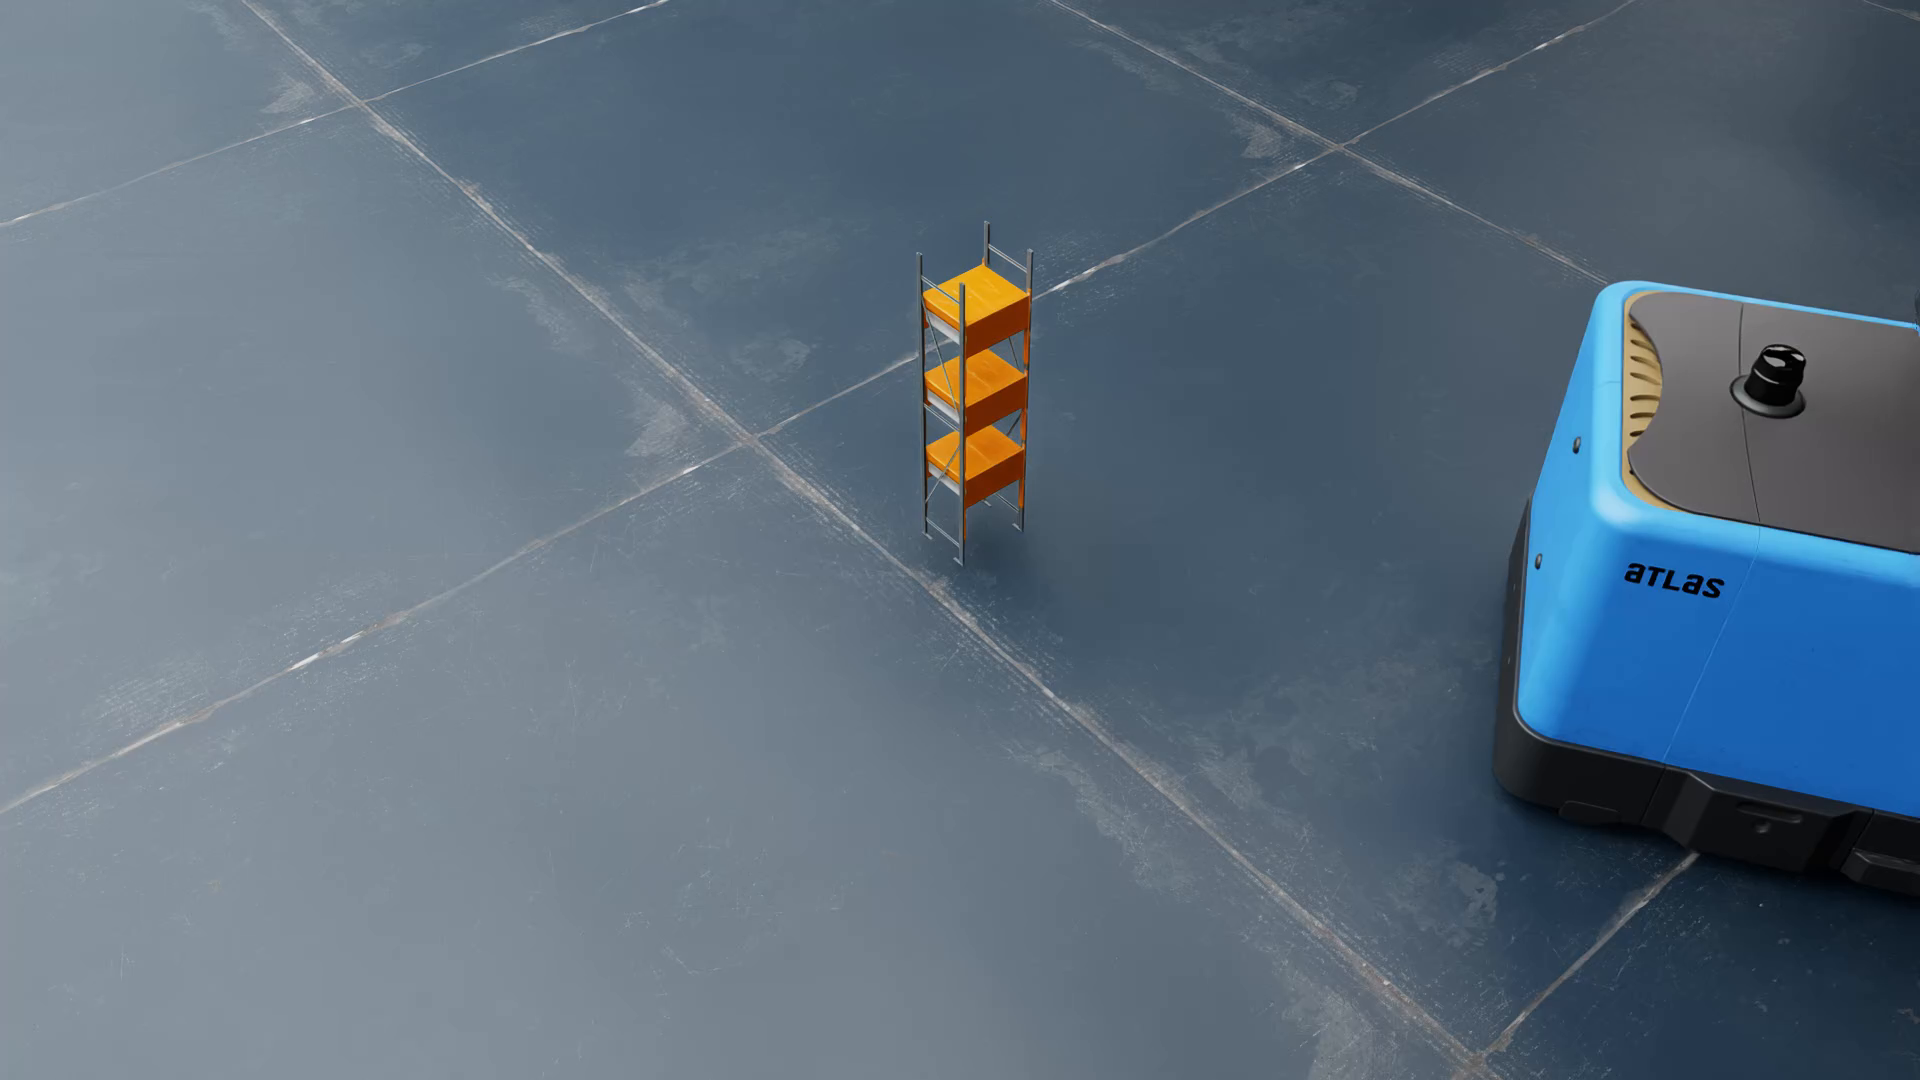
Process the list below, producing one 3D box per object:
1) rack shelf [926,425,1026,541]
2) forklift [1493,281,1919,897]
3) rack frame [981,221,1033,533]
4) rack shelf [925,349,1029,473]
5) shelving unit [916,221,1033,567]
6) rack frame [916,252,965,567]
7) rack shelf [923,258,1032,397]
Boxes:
[{"bbox_3d":[0.041,-0.196,5.113,0.240,0.259,0.215,-30,51,-28],"label":"rack shelf"},{"bbox_3d":[3.013,-0.389,3.523,3.031,2.935,1.130,12,44,12],"label":"forklift"},{"bbox_3d":[0.135,-0.460,4.973,0.008,1.050,0.200,-30,51,-28],"label":"rack frame"},{"bbox_3d":[0.041,-0.398,4.923,0.240,0.259,0.215,-30,51,-28],"label":"rack shelf"},{"bbox_3d":[0.041,-0.406,4.916,0.252,1.050,0.215,-30,51,-28],"label":"shelving unit"},{"bbox_3d":[-0.053,-0.353,4.859,0.008,1.050,0.200,-30,51,-28],"label":"rack frame"},{"bbox_3d":[0.041,-0.605,4.729,0.240,0.259,0.215,-30,51,-28],"label":"rack shelf"}]
